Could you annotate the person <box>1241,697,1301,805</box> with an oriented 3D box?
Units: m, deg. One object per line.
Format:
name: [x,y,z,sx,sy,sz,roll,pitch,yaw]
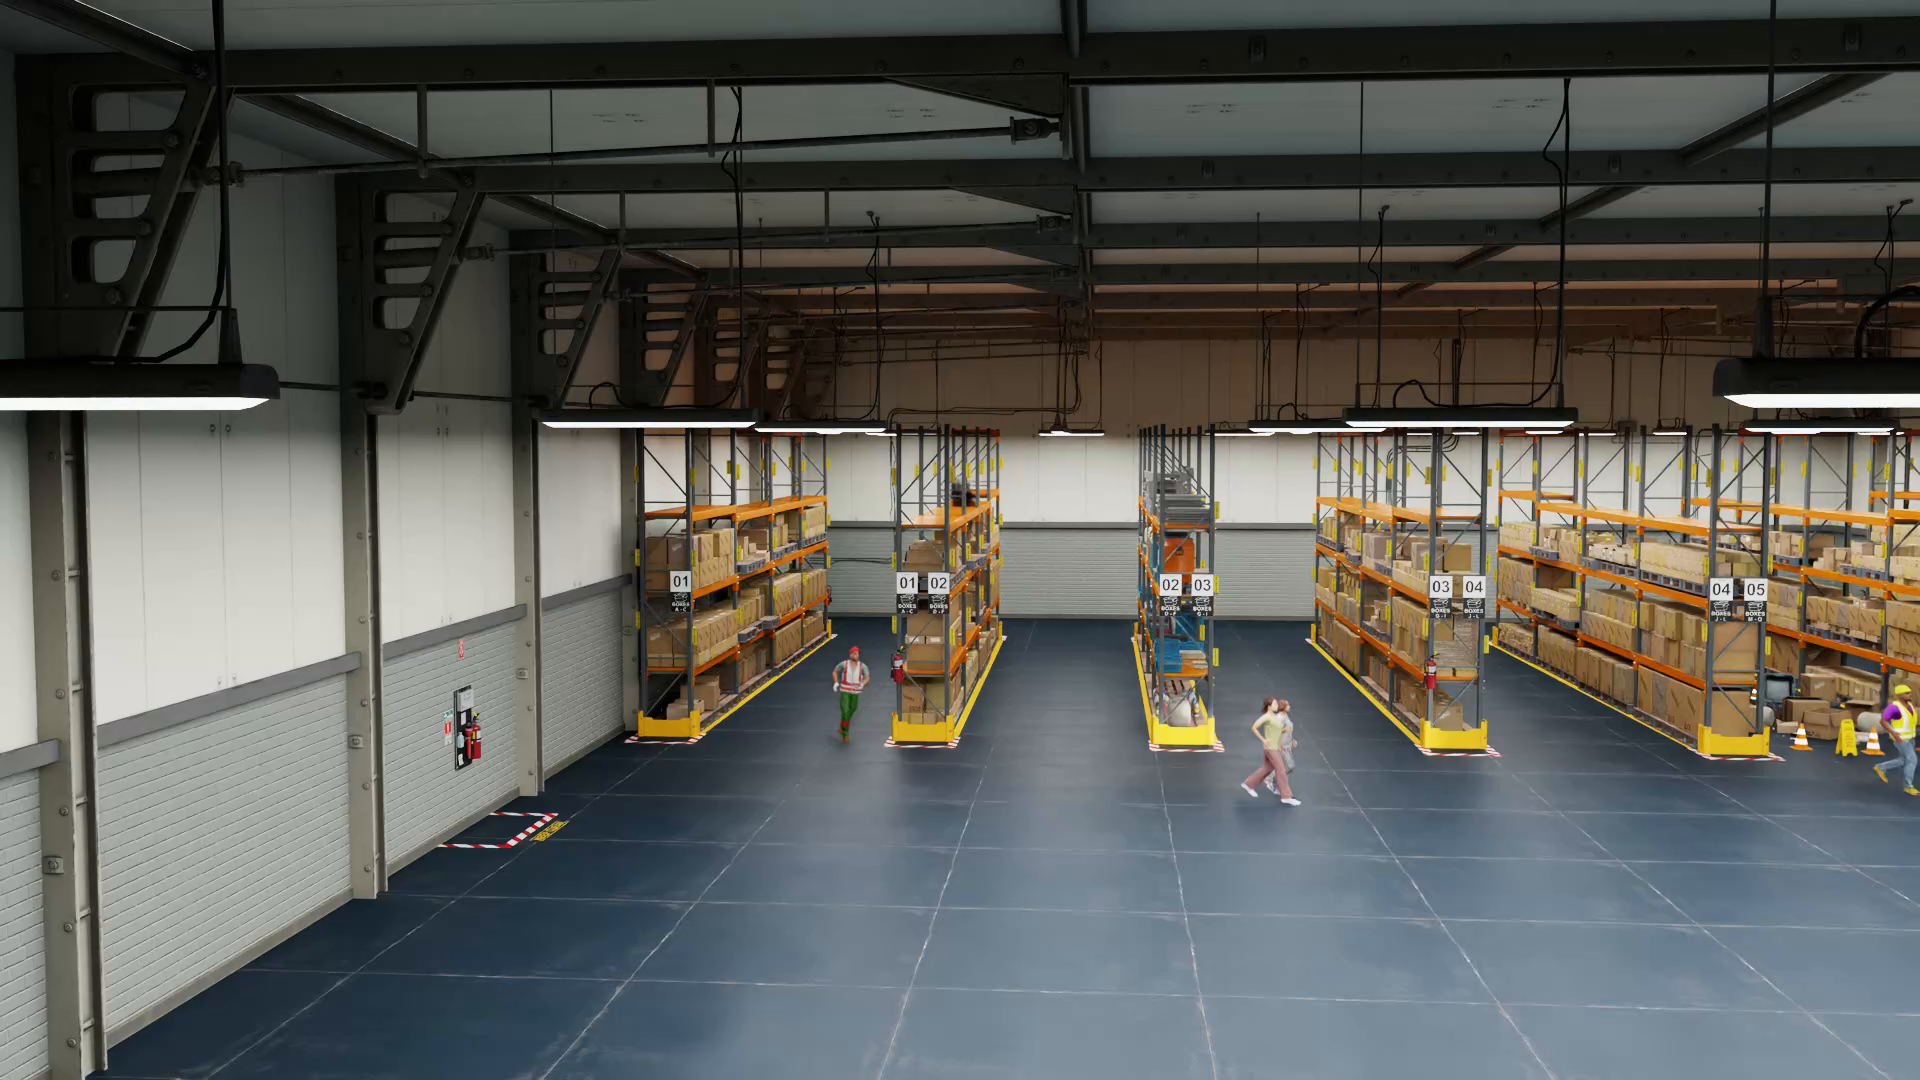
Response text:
person: [4.870,3.274,26.030,0.968,1.657,0.571,2,4,23]

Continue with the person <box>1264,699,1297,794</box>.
person: [5.136,3.333,26.680,0.494,1.545,0.534,2,4,28]

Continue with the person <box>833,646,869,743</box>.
person: [-2.071,2.915,31.667,0.700,1.779,0.841,-1,4,-16]

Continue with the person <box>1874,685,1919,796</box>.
person: [15.251,3.215,26.977,0.691,1.758,0.779,-2,4,-35]
